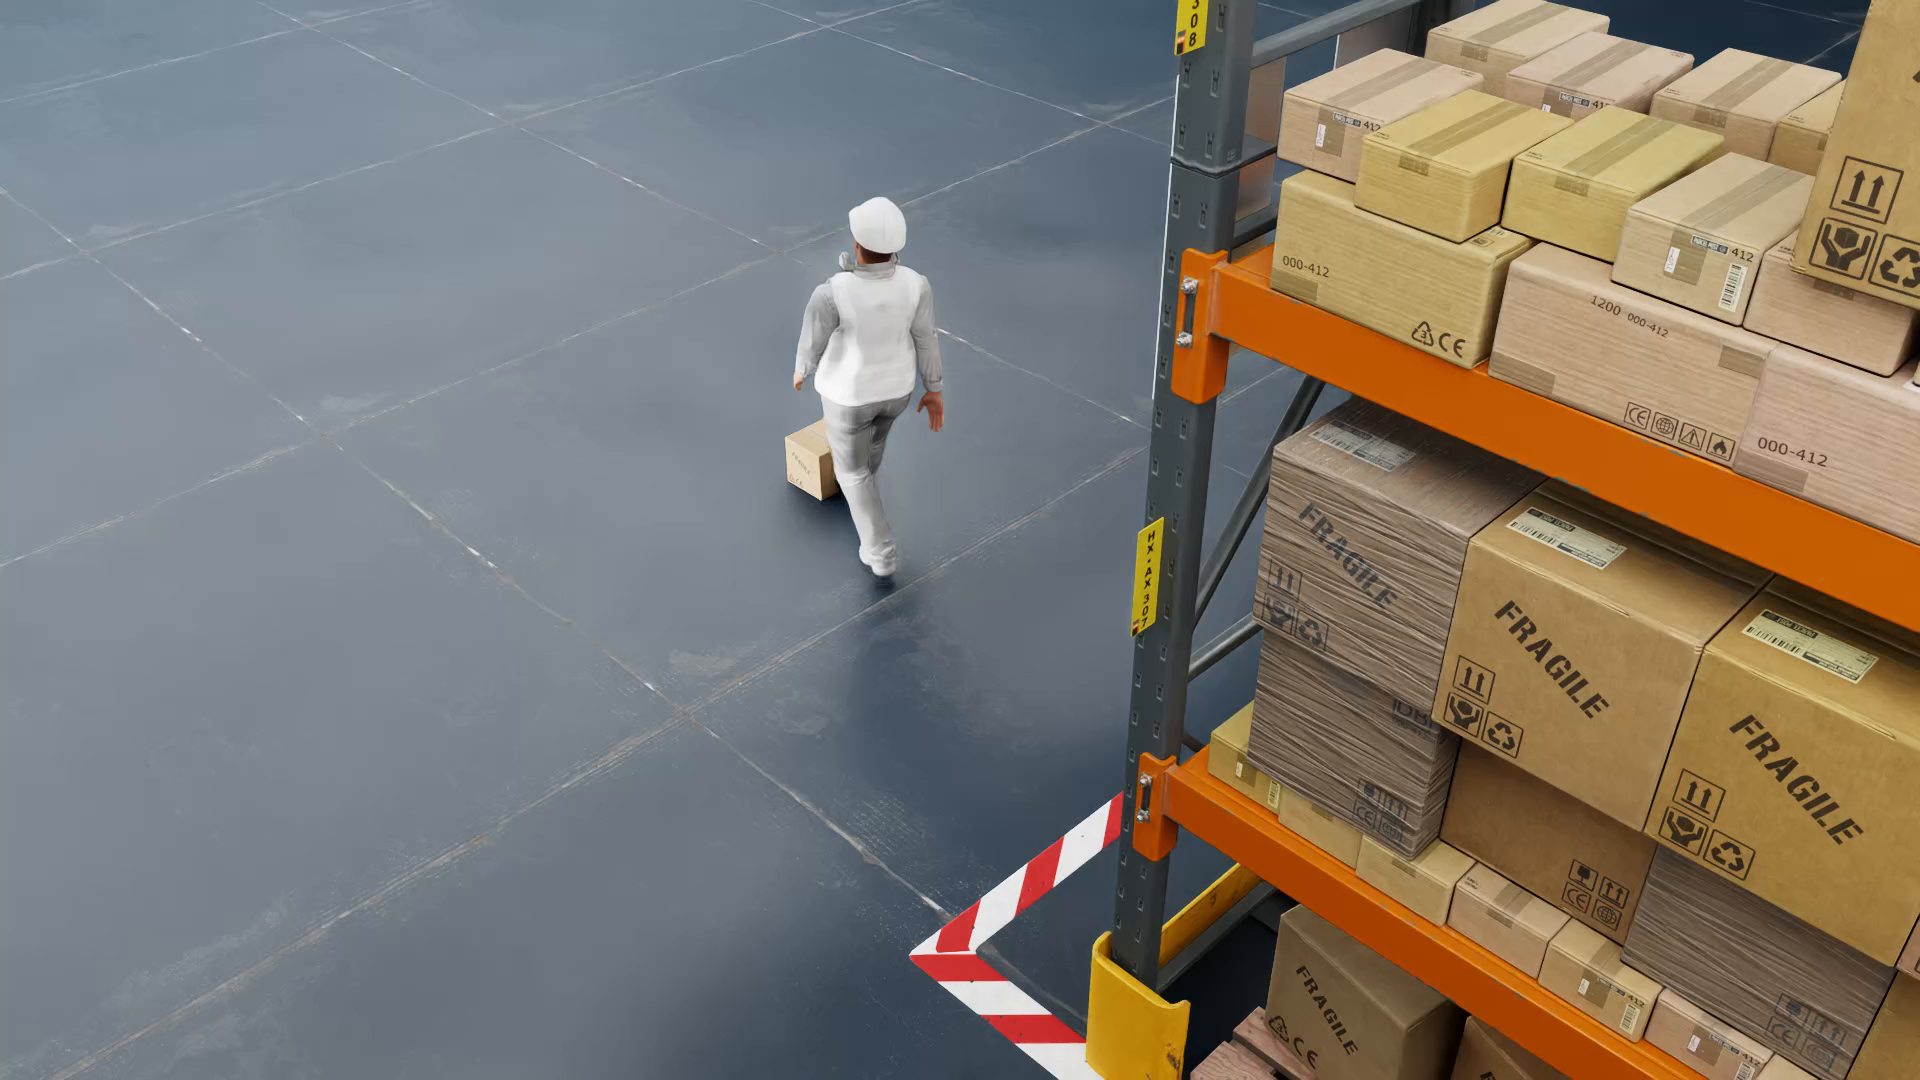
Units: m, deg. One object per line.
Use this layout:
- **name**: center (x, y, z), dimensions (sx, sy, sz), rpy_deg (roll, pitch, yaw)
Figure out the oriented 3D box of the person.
- **person**: center (-0.464, -0.746, 7.205), dimensions (0.584, 1.711, 0.933), rpy_deg (-16, 38, -22)
